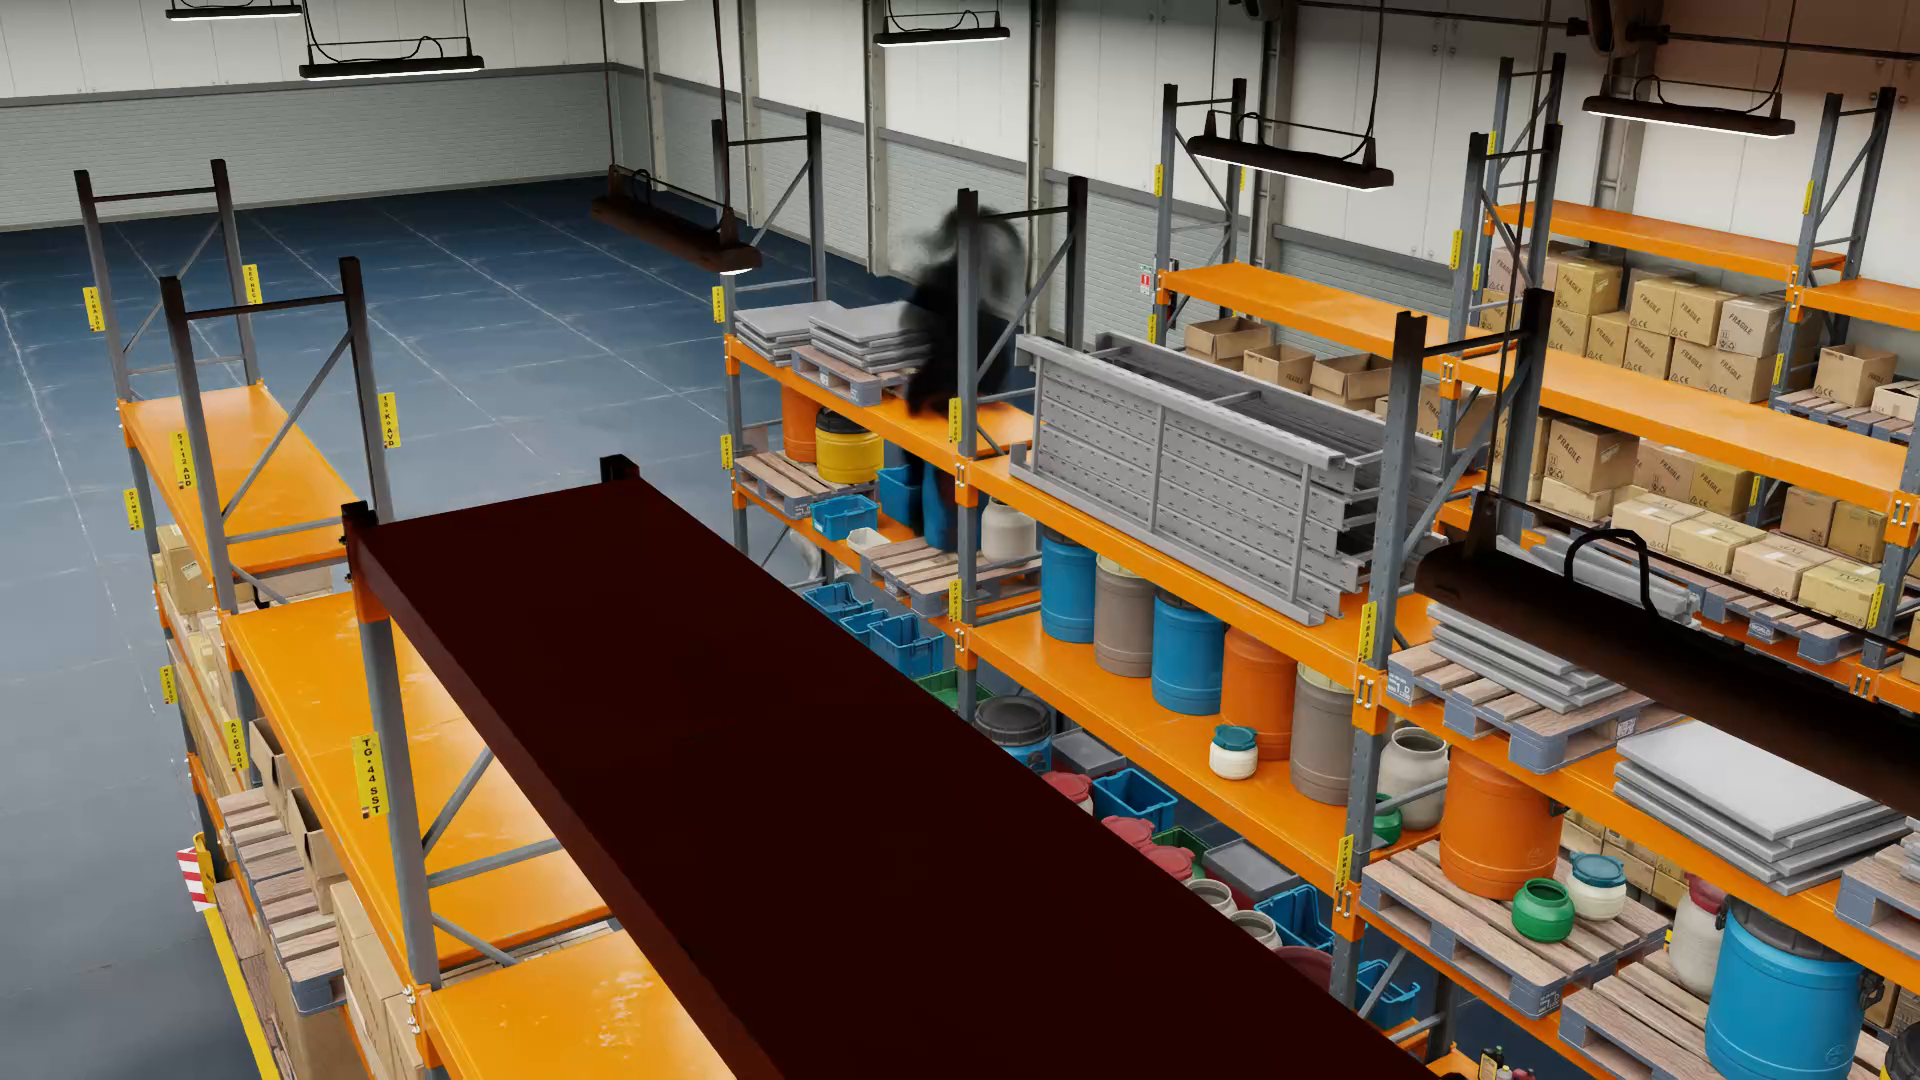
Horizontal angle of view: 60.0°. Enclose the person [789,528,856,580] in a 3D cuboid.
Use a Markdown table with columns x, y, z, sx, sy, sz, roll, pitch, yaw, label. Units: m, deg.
| x | y | z | sx | sy | sz | roll | pitch | yaw | label |
| --- | --- | --- | --- | --- | --- | --- | --- | --- | --- |
| -1.695 | -0.287 | 19.853 | 0.881 | 1.673 | 0.752 | -3 | 22 | -8 | person |
